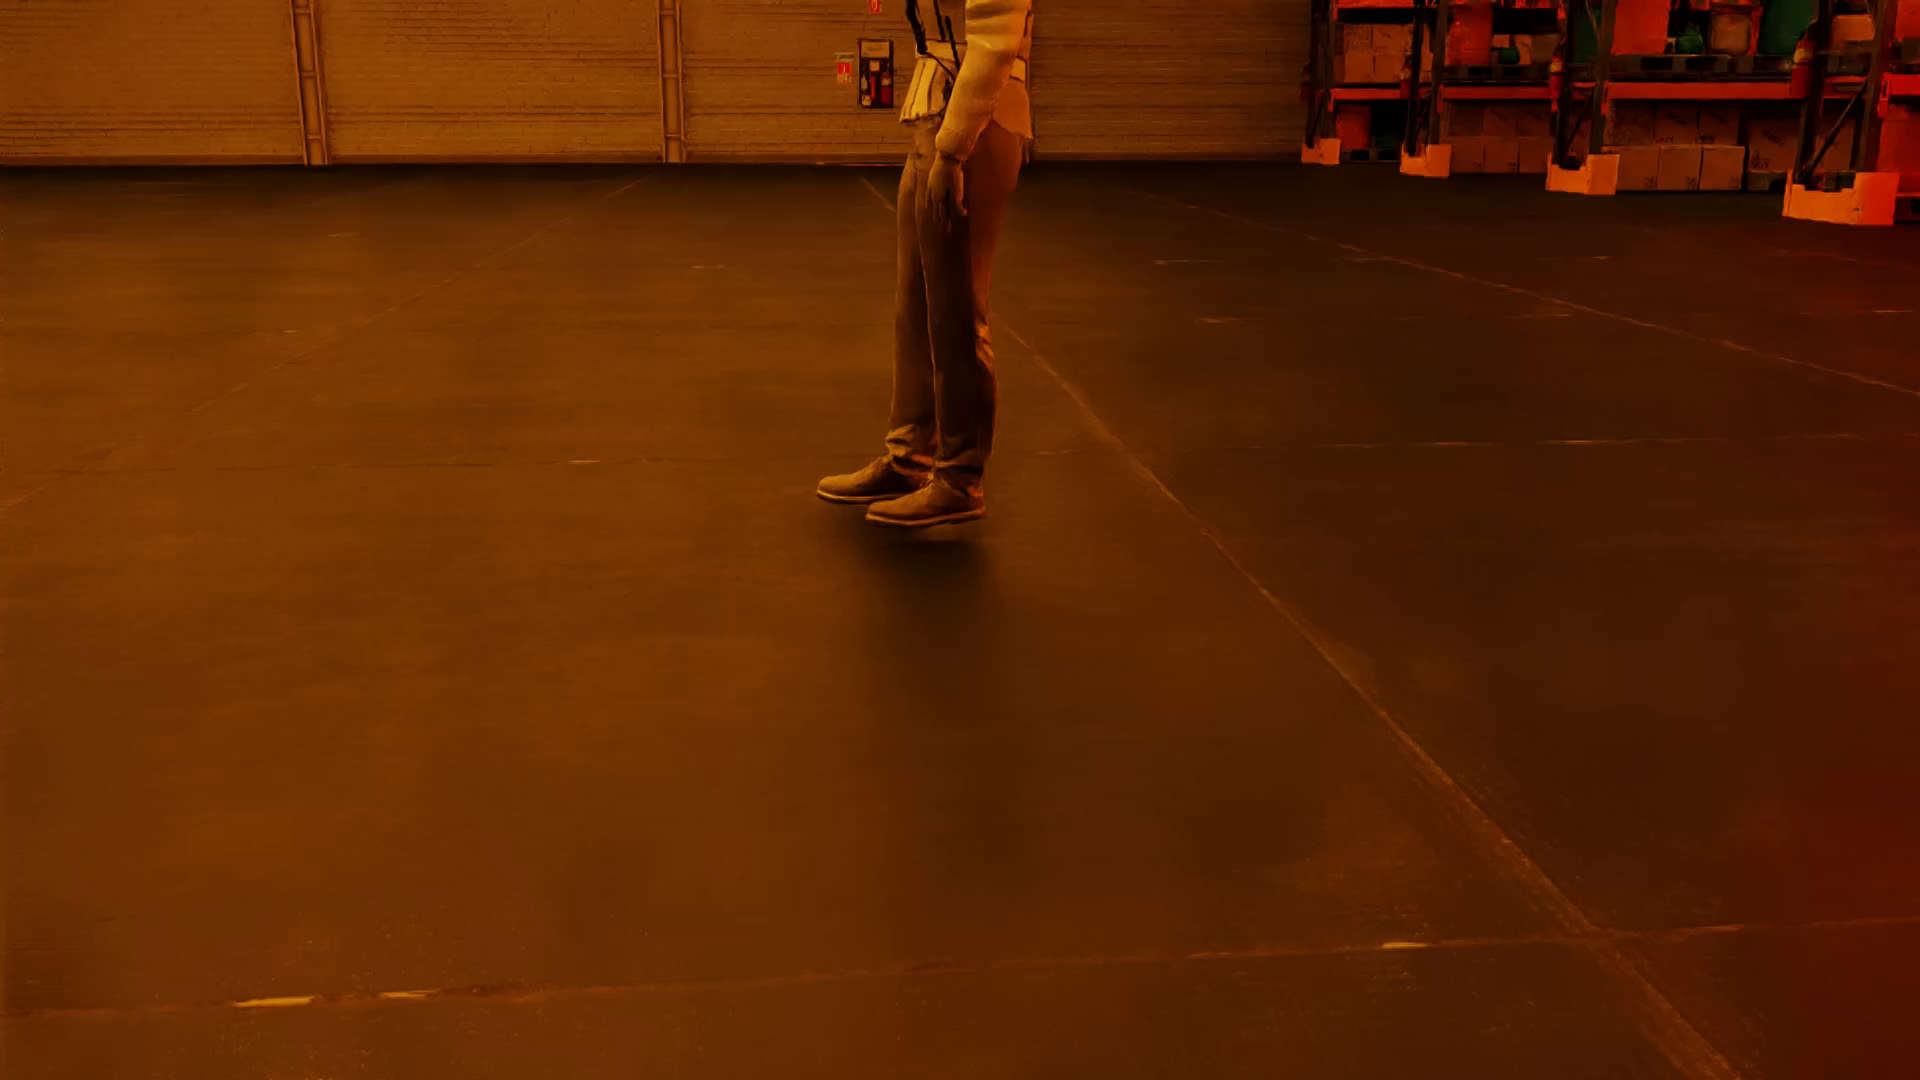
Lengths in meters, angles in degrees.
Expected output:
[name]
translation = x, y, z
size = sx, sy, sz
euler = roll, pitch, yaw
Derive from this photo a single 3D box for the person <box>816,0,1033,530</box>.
[person]
translation = -0.067, -0.866, 3.708
size = 0.534, 1.695, 0.586
euler = -1, 15, -5
